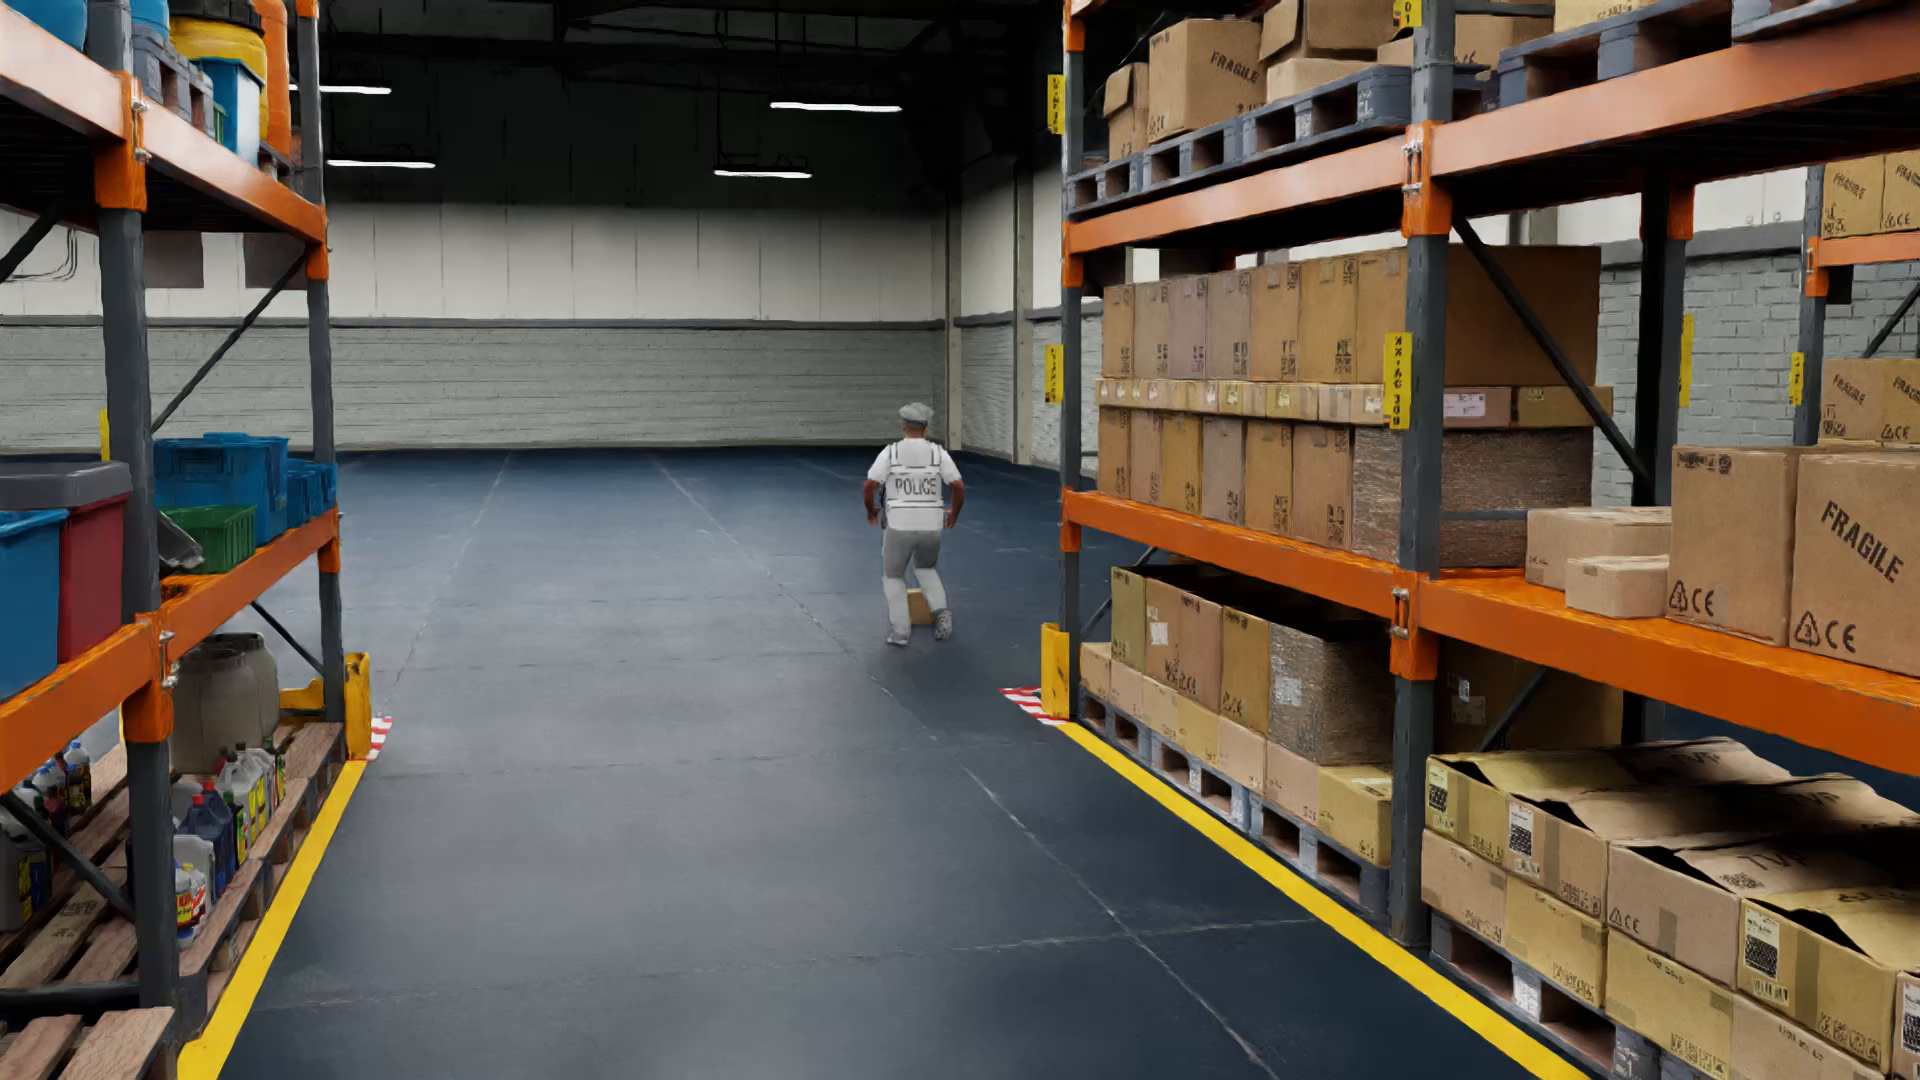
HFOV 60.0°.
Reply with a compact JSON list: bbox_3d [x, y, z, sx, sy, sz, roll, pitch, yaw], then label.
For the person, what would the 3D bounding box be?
[{"bbox_3d":[-0.361,-0.110,11.980,0.721,1.755,0.515,-2,6,-16],"label":"person"}]
